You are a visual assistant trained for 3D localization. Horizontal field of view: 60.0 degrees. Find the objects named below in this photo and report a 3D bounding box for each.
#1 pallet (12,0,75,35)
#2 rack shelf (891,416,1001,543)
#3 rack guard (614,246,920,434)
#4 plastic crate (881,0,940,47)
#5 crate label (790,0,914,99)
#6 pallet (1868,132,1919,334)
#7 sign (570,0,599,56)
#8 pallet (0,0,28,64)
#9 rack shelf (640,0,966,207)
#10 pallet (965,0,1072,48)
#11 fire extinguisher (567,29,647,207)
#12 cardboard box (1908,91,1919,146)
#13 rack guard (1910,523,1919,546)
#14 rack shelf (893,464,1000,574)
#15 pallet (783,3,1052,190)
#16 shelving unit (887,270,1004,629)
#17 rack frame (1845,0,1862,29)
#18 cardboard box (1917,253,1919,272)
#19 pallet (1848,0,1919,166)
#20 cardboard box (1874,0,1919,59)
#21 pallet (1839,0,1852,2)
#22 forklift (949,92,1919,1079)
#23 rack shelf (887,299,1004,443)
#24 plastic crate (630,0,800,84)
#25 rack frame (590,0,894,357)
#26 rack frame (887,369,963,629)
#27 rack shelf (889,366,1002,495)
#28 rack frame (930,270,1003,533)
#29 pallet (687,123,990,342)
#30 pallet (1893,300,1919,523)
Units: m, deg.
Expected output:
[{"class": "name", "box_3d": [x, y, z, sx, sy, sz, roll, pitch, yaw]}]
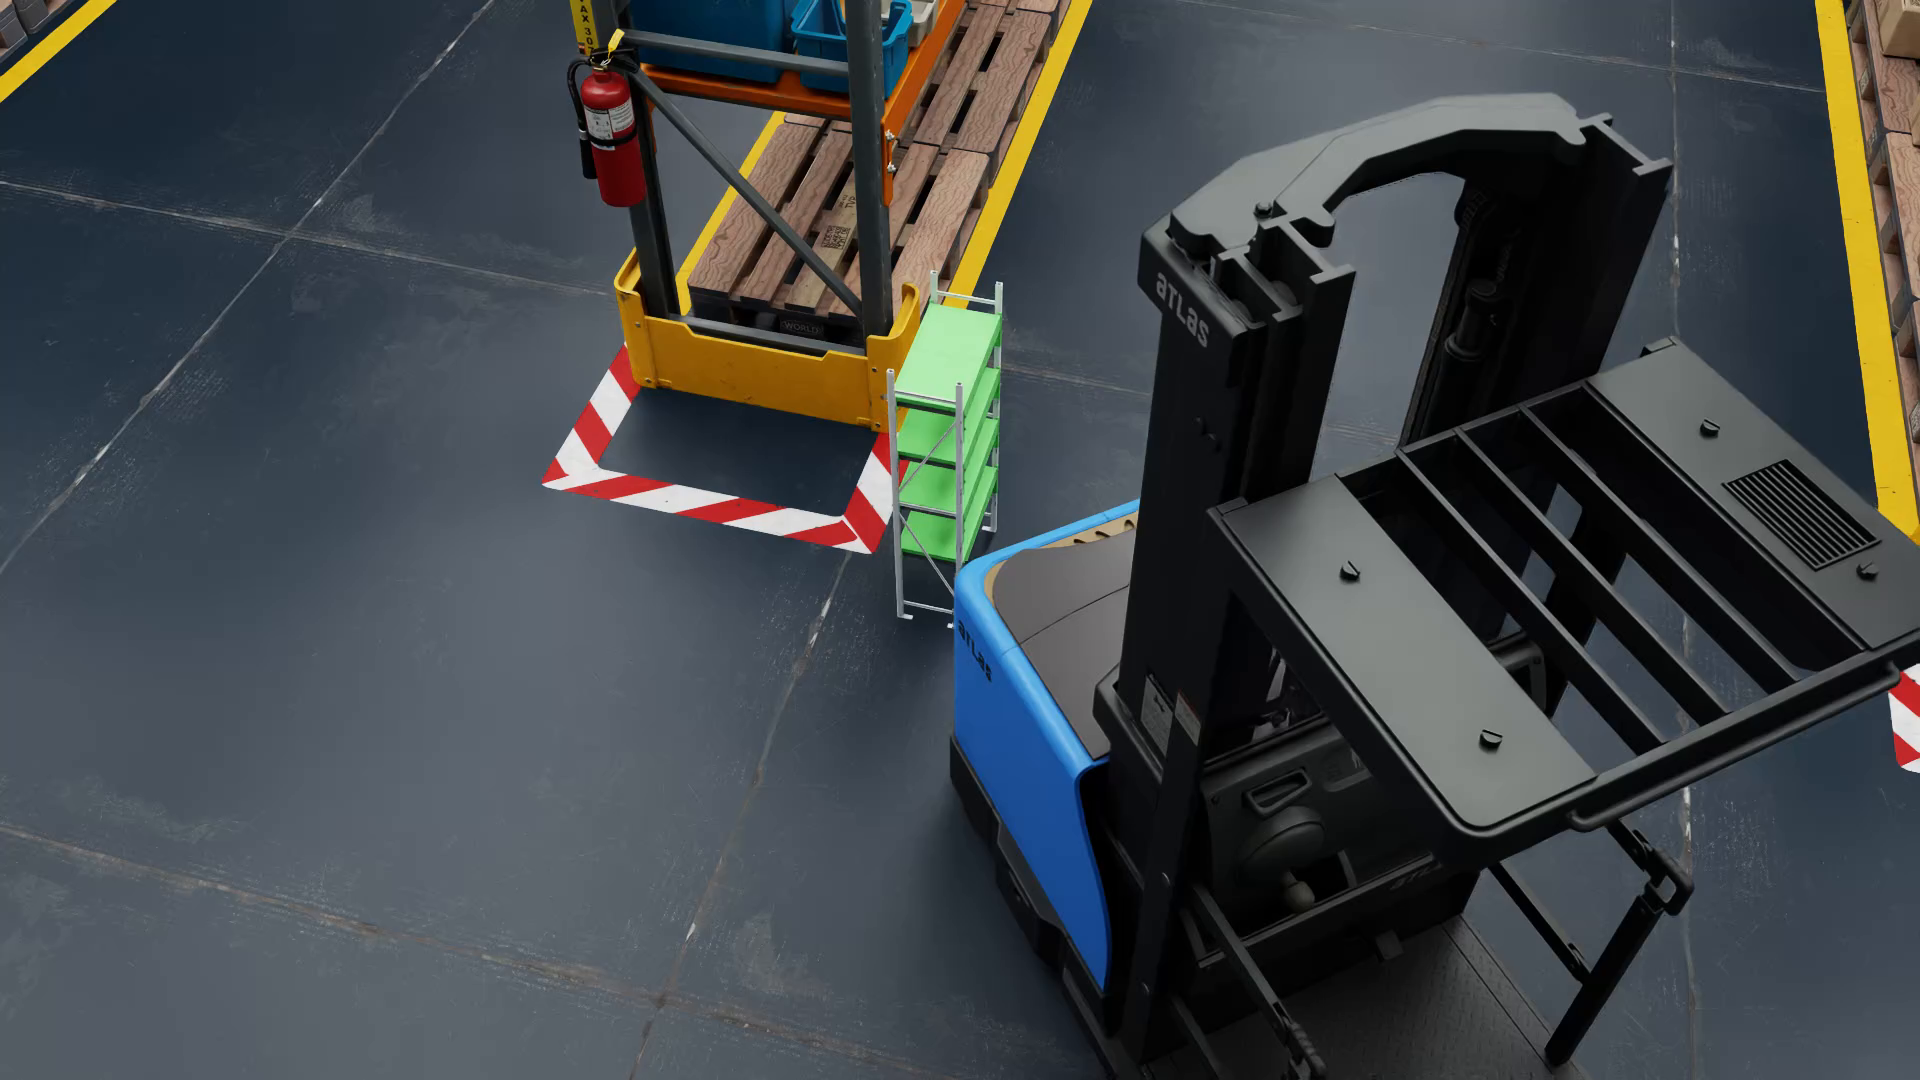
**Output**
[{"class": "pallet", "box_3d": [-5.078, -3.192, 8.926, 1.003, 0.211, 1.213, 12, 50, 10]}, {"class": "rack shelf", "box_3d": [-0.044, -0.235, 5.742, 0.258, 0.148, 0.480, 12, 50, 10]}, {"class": "rack guard", "box_3d": [-0.752, -0.817, 6.637, 1.175, 0.500, 0.348, 12, 50, 10]}, {"class": "plastic crate", "box_3d": [-0.211, -1.926, 6.085, 0.250, 0.136, 0.298, 12, 50, 10]}, {"class": "crate label", "box_3d": [-0.375, -1.742, 5.858, 0.416, 0.233, 0.303, 12, 50, 10]}, {"class": "pallet", "box_3d": [4.572, -1.272, 7.232, 1.003, 0.211, 1.213, 12, 50, 10]}, {"class": "sign", "box_3d": [-1.293, -1.815, 5.742, 0.100, 0.325, 0.005, 12, 50, 10]}, {"class": "pallet", "box_3d": [-5.401, -2.312, 8.150, 1.003, 0.211, 1.213, 12, 50, 10]}, {"class": "rack shelf", "box_3d": [-0.232, -2.872, 7.264, 1.077, 0.370, 4.000, 12, 50, 10]}, {"class": "pallet", "box_3d": [0.139, -3.095, 8.841, 1.003, 0.211, 1.213, 12, 50, 10]}, {"class": "fire extinguisher", "box_3d": [-1.236, -1.495, 5.869, 0.296, 0.674, 0.183, 12, 50, 10]}, {"class": "cardboard box", "box_3d": [4.535, -1.896, 7.519, 0.380, 0.166, 0.250, 12, 50, 10]}, {"class": "rack guard", "box_3d": [4.040, 0.089, 5.838, 1.175, 0.500, 0.348, 12, 50, 10]}, {"class": "rack shelf", "box_3d": [-0.044, -0.076, 5.922, 0.258, 0.148, 0.480, 12, 50, 10]}, {"class": "pallet", "box_3d": [-0.180, -2.210, 8.059, 1.003, 0.211, 1.213, 12, 50, 10]}, {"class": "shelving unit", "box_3d": [-0.044, -0.277, 5.694, 0.258, 1.200, 0.503, 12, 50, 10]}, {"class": "rack frame", "box_3d": [5.073, -3.577, 7.406, 1.000, 3.000, 0.127, 12, 50, 10]}, {"class": "cardboard box", "box_3d": [4.204, -1.042, 6.710, 0.500, 0.250, 0.500, 12, 50, 10]}, {"class": "pallet", "box_3d": [4.891, -2.157, 8.014, 1.003, 0.211, 1.213, 12, 50, 10]}, {"class": "cardboard box", "box_3d": [4.753, -2.572, 8.019, 0.500, 0.311, 0.500, 12, 50, 10]}, {"class": "pallet", "box_3d": [5.250, -3.250, 8.978, 1.003, 0.211, 1.213, 12, 50, 10]}, {"class": "forklift", "box_3d": [1.062, 0.656, 3.717, 1.130, 2.935, 3.031, -20, 52, -17]}, {"class": "rack shelf", "box_3d": [-0.044, -0.553, 5.383, 0.258, 0.148, 0.480, 12, 50, 10]}, {"class": "plastic crate", "box_3d": [-0.850, -1.974, 5.928, 0.616, 0.435, 0.499, 12, 50, 10]}, {"class": "rack frame", "box_3d": [-0.758, -1.664, 5.718, 1.000, 3.000, 0.127, 12, 50, 10]}, {"class": "rack frame", "box_3d": [-0.108, -0.101, 5.539, 0.240, 1.200, 0.015, 12, 50, 10]}, {"class": "rack shelf", "box_3d": [-0.044, -0.394, 5.562, 0.258, 0.148, 0.480, 12, 50, 10]}, {"class": "rack frame", "box_3d": [0.021, -0.454, 5.850, 0.240, 1.200, 0.015, 12, 50, 10]}, {"class": "pallet", "box_3d": [-0.503, -1.330, 7.283, 1.003, 0.211, 1.213, 12, 50, 10]}, {"class": "pallet", "box_3d": [4.249, -0.393, 6.456, 1.003, 0.211, 1.213, 12, 50, 10]}]
